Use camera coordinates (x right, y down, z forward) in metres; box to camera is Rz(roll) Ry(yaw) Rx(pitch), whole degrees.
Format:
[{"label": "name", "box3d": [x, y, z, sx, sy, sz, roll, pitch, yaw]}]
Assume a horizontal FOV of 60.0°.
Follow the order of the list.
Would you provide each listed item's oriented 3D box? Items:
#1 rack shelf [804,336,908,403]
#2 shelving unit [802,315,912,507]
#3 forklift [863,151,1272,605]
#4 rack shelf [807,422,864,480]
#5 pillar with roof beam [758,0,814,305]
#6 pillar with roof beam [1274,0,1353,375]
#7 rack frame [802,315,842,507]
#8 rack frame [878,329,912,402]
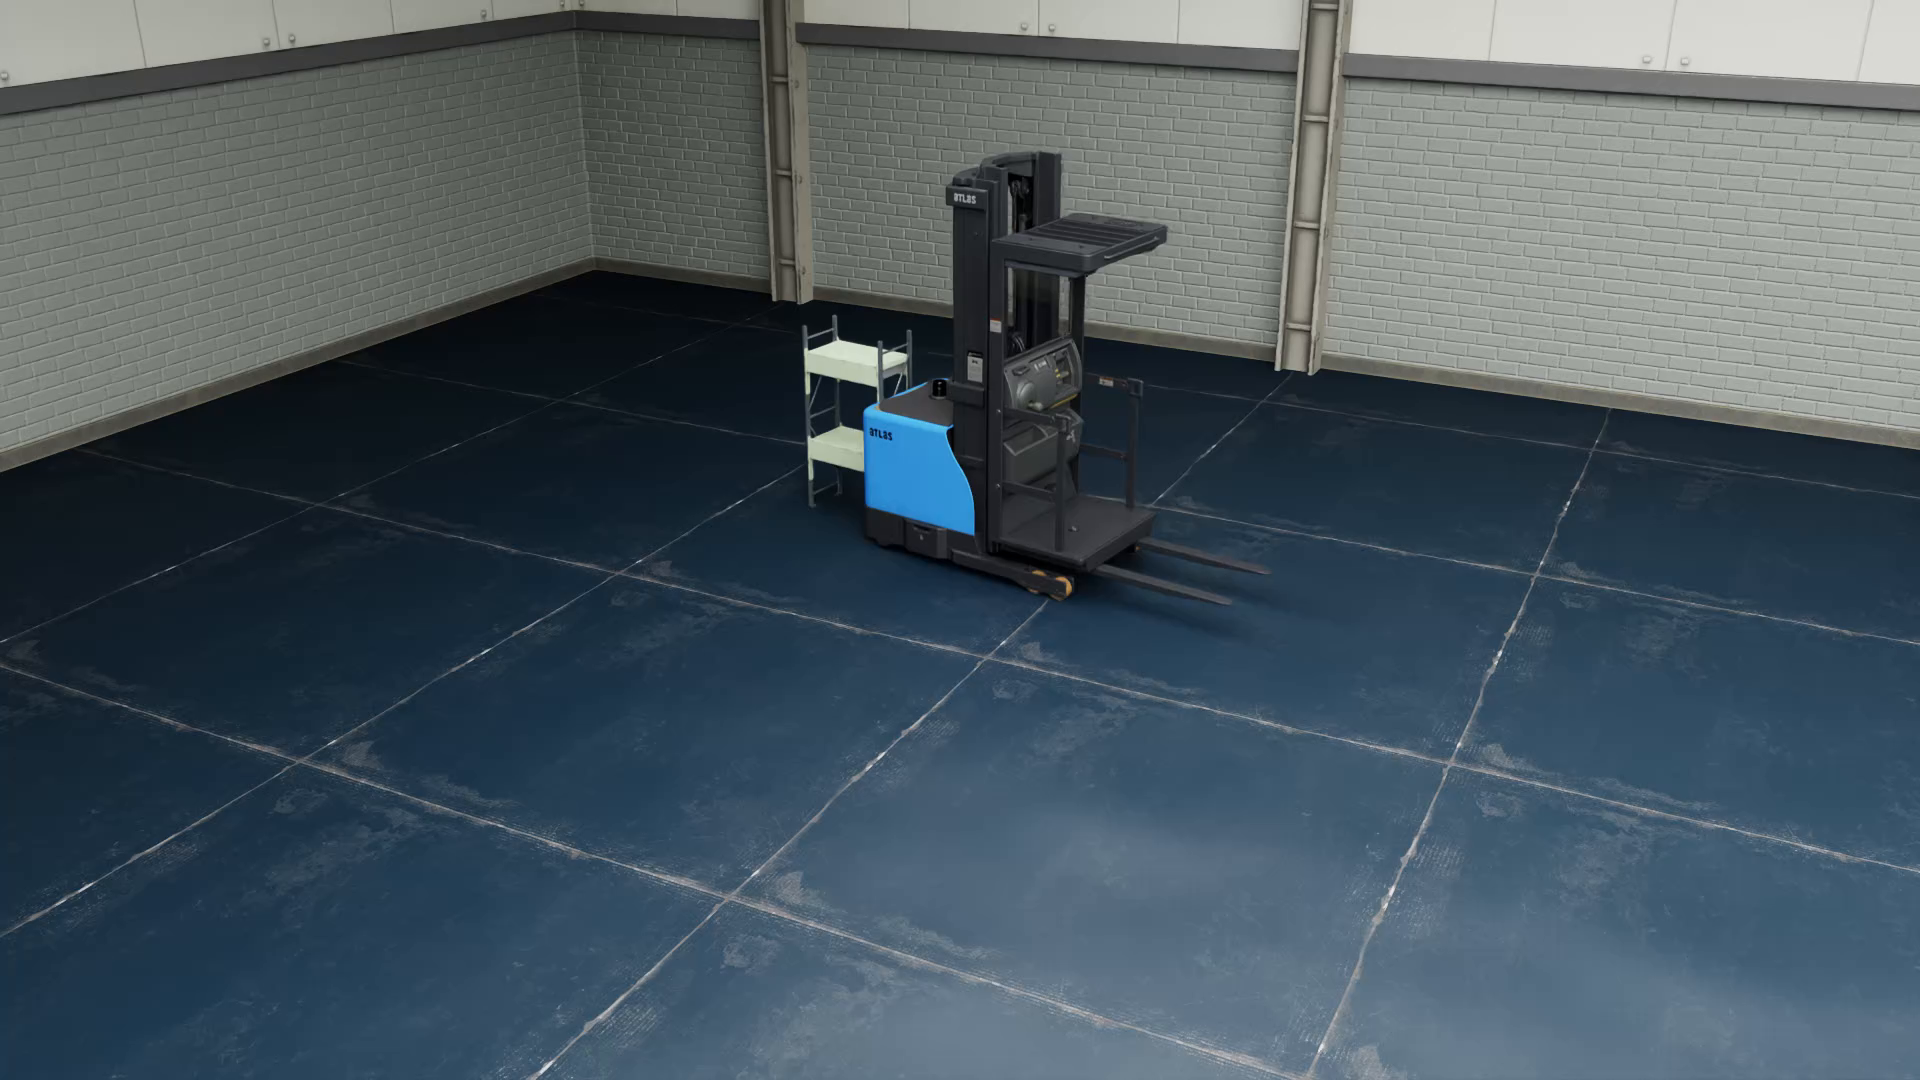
[{"label": "rack shelf", "box3d": [-0.791, -1.294, 12.879, 0.720, 0.370, 0.431, 15, 27, 32]}, {"label": "shelving unit", "box3d": [-0.791, -0.935, 13.032, 0.755, 1.500, 0.431, 15, 27, 32]}, {"label": "forklift", "box3d": [0.763, -1.158, 11.727, 3.031, 2.935, 1.130, 15, 27, 32]}, {"label": "rack shelf", "box3d": [-0.791, -0.635, 13.159, 0.720, 0.370, 0.431, 15, 27, 32]}, {"label": "pillar with roof beam", "box3d": [-3.880, -5.430, 14.019, 0.400, 9.000, 9.100, 11, 25, 25]}, {"label": "pillar with roof beam", "box3d": [1.474, -4.370, 11.528, 0.400, 9.000, 9.100, 11, 25, 25]}, {"label": "rack frame", "box3d": [-1.091, -1.017, 13.225, 0.023, 1.500, 0.400, 15, 27, 32]}, {"label": "rack frame", "box3d": [-0.492, -0.853, 12.838, 0.023, 1.500, 0.400, 15, 27, 32]}]
